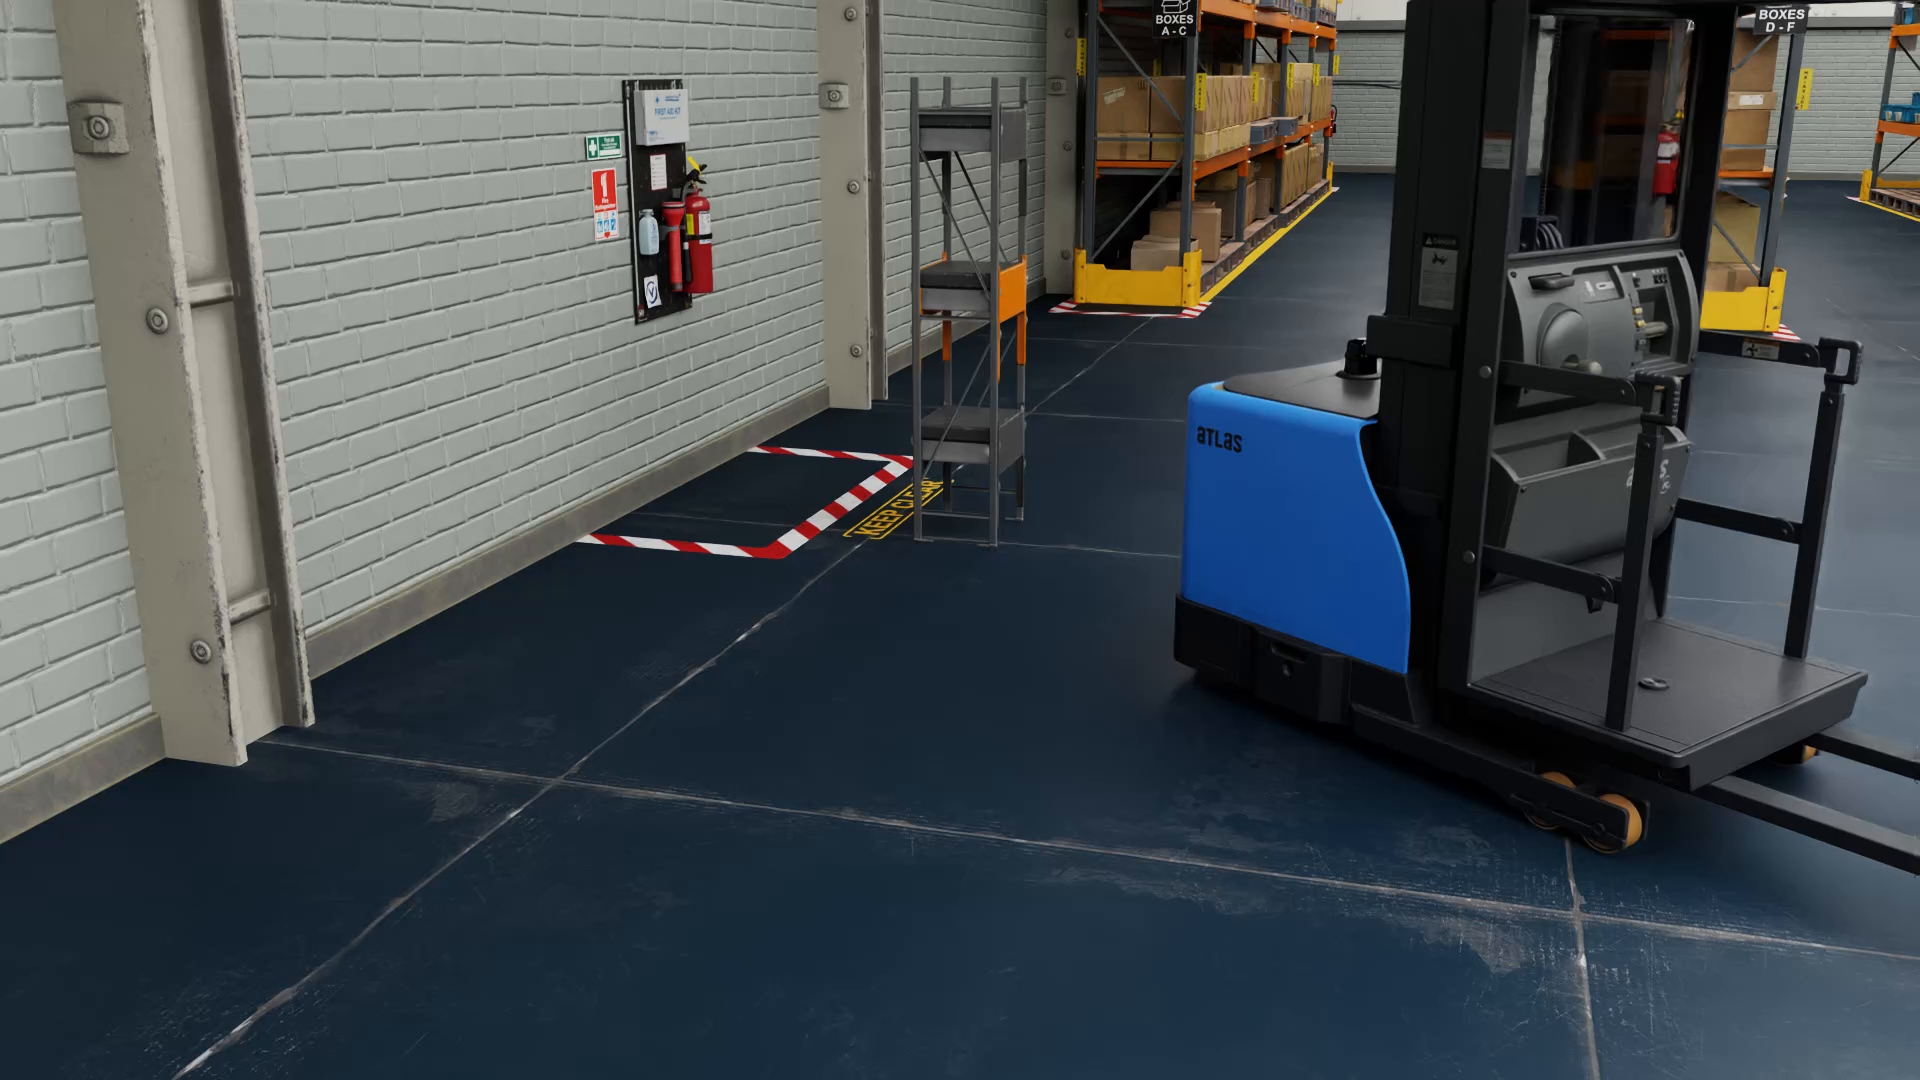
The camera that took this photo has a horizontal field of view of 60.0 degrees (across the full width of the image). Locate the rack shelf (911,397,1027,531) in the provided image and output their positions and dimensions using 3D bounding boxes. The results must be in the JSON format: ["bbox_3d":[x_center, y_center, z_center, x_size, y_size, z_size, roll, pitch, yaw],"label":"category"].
[{"bbox_3d":[0.047,-0.367,7.890,0.431,0.518,0.480,5,16,16],"label":"rack shelf"}]

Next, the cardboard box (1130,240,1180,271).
[{"bbox_3d":[1.933,-2.767,16.210,0.500,0.311,0.500,3,16,10],"label":"cardboard box"}]

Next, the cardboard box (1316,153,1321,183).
[{"bbox_3d":[5.951,-6.539,29.197,0.700,0.500,0.500,5,16,16],"label":"cardboard box"}]

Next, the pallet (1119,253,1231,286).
[{"bbox_3d":[2.285,-2.881,17.601,1.003,0.211,1.213,5,16,16],"label":"pallet"}]

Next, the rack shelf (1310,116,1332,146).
[{"bbox_3d":[5.628,-6.992,28.301,1.077,0.370,4.000,5,16,16],"label":"rack shelf"}]

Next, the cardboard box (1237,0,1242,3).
[{"bbox_3d":[2.724,-5.940,17.557,0.500,0.500,0.500,3,16,11],"label":"cardboard box"}]

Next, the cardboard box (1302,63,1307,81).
[{"bbox_3d":[4.873,-6.968,24.758,0.500,0.250,0.500,5,17,17],"label":"cardboard box"}]

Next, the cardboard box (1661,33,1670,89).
[{"bbox_3d":[6.989,-4.500,15.637,0.700,0.500,0.500,5,16,16],"label":"cardboard box"}]

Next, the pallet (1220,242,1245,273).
[{"bbox_3d":[2.629,-3.202,18.730,1.003,0.211,1.213,5,16,16],"label":"pallet"}]

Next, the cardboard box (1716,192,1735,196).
[{"bbox_3d":[7.323,-3.179,16.436,0.500,0.500,0.500,5,16,16],"label":"cardboard box"}]

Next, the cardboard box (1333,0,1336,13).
[{"bbox_3d":[6.243,-9.270,28.840,0.500,0.250,0.500,5,17,18],"label":"cardboard box"}]

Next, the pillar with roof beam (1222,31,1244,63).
[{"bbox_3d":[8.557,-9.617,25.244,9.100,9.000,0.400,5,16,16],"label":"pillar with roof beam"}]

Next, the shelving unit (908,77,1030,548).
[{"bbox_3d":[0.047,-1.053,7.696,0.431,2.100,0.503,5,16,16],"label":"shelving unit"}]

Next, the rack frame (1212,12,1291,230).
[{"bbox_3d":[3.923,-5.768,22.668,1.000,3.000,0.127,5,16,16],"label":"rack frame"}]

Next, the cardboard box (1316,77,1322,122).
[{"bbox_3d":[5.442,-7.290,27.485,0.980,0.700,0.700,4,16,14],"label":"cardboard box"}]

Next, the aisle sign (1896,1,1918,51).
[{"bbox_3d":[15.431,-8.385,27.132,0.394,0.787,0.004,5,16,16],"label":"aisle sign"}]

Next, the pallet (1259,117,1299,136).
[{"bbox_3d":[3.823,-5.481,22.008,1.213,0.211,1.003,5,16,16],"label":"pallet"}]

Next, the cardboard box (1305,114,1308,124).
[{"bbox_3d":[5.186,-6.525,25.761,0.380,0.149,0.250,5,17,17],"label":"cardboard box"}]

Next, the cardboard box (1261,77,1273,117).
[{"bbox_3d":[3.799,-5.904,22.158,0.700,0.500,0.500,3,16,9],"label":"cardboard box"}]

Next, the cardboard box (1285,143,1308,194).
[{"bbox_3d":[5.000,-5.802,25.959,0.750,0.750,0.750,5,17,17],"label":"cardboard box"}]

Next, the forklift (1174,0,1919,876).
[{"bbox_3d":[2.069,-0.675,4.838,1.130,2.935,3.031,-12,20,-36],"label":"forklift"}]

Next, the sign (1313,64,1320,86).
[{"bbox_3d":[5.583,-7.294,26.071,0.100,0.325,0.005,5,16,16],"label":"sign"}]

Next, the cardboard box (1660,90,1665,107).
[{"bbox_3d":[6.619,-4.037,15.192,0.380,0.149,0.250,5,17,18],"label":"cardboard box"}]

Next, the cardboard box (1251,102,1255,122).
[{"bbox_3d":[3.129,-5.257,19.879,0.700,0.500,0.500,6,17,22],"label":"cardboard box"}]

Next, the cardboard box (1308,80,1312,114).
[{"bbox_3d":[5.170,-6.875,25.806,0.500,0.500,0.500,4,16,15],"label":"cardboard box"}]

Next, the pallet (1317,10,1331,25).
[{"bbox_3d":[5.651,-8.746,27.834,1.003,0.211,1.213,5,16,16],"label":"pallet"}]

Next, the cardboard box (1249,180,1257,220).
[{"bbox_3d":[3.511,-4.459,21.828,0.700,0.500,0.500,5,16,16],"label":"cardboard box"}]

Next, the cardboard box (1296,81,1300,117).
[{"bbox_3d":[4.606,-6.342,23.927,0.500,0.500,0.500,5,16,16],"label":"cardboard box"}]

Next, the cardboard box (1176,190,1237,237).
[{"bbox_3d":[2.980,-3.925,19.943,0.700,0.500,0.500,5,17,18],"label":"cardboard box"}]

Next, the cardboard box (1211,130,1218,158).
[{"bbox_3d":[2.227,-3.853,16.153,0.500,0.250,0.500,4,16,14],"label":"cardboard box"}]

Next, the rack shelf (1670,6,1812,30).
[{"bbox_3d":[6.969,-4.912,15.472,1.077,0.370,4.000,5,16,16],"label":"rack shelf"}]

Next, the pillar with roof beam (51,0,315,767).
[{"bbox_3d":[1.737,-3.338,3.107,9.100,9.000,0.400,5,16,16],"label":"pillar with roof beam"}]

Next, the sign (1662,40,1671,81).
[{"bbox_3d":[5.884,-4.009,13.909,0.100,0.325,0.005,5,16,16],"label":"sign"}]

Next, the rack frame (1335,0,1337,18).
[{"bbox_3d":[6.197,-10.747,29.229,1.000,3.000,0.127,5,16,16],"label":"rack frame"}]

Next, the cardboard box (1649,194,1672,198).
[{"bbox_3d":[6.681,-3.089,16.117,0.500,0.500,0.500,5,16,16],"label":"cardboard box"}]

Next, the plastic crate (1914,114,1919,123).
[{"bbox_3d":[14.765,-6.427,25.365,0.293,0.136,0.466,5,16,16],"label":"plastic crate"}]

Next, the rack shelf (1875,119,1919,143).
[{"bbox_3d":[15.127,-6.223,25.592,1.077,0.370,4.000,5,16,16],"label":"rack shelf"}]

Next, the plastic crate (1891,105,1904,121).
[{"bbox_3d":[15.122,-6.830,26.609,0.416,0.233,0.300,5,16,16],"label":"plastic crate"}]

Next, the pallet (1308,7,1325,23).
[{"bbox_3d":[5.302,-8.428,26.712,1.003,0.211,1.213,5,16,16],"label":"pallet"}]

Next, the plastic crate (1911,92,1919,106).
[{"bbox_3d":[15.779,-7.037,26.966,0.616,0.435,0.499,5,16,16],"label":"plastic crate"}]

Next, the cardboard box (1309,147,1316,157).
[{"bbox_3d":[5.791,-6.526,27.962,0.380,0.149,0.250,4,16,14],"label":"cardboard box"}]

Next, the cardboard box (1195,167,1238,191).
[{"bbox_3d":[3.101,-4.401,20.248,0.500,0.250,0.500,4,16,15],"label":"cardboard box"}]

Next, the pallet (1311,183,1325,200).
[{"bbox_3d":[5.696,-5.986,28.547,1.003,0.211,1.213,5,16,16],"label":"pallet"}]

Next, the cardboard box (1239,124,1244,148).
[{"bbox_3d":[2.793,-4.382,18.019,0.500,0.250,0.500,5,17,16],"label":"cardboard box"}]

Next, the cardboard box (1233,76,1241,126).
[{"bbox_3d":[2.659,-4.610,17.450,0.500,0.500,0.500,4,16,14],"label":"cardboard box"}]

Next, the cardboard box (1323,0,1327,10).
[{"bbox_3d":[5.667,-8.728,26.929,0.500,0.250,0.500,4,16,15],"label":"cardboard box"}]

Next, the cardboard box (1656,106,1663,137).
[{"bbox_3d":[6.982,-3.866,15.781,0.700,0.500,0.500,5,17,18],"label":"cardboard box"}]

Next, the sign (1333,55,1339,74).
[{"bbox_3d":[6.713,-8.486,29.696,0.100,0.325,0.005,5,16,16],"label":"sign"}]

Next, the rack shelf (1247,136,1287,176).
[{"bbox_3d":[3.355,-4.899,20.922,1.077,0.370,4.000,5,16,16],"label":"rack shelf"}]

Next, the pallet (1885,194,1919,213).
[{"bbox_3d":[15.075,-5.220,25.848,1.003,0.211,1.213,5,16,16],"label":"pallet"}]

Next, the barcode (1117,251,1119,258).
[{"bbox_3d":[1.554,-2.807,16.335,0.001,0.075,0.075,5,16,16],"label":"barcode"}]

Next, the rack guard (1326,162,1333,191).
[{"bbox_3d":[6.203,-6.665,30.411,1.175,0.500,0.348,5,16,16],"label":"rack guard"}]

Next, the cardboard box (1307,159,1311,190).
[{"bbox_3d":[5.371,-6.002,27.303,0.700,0.500,0.500,5,17,17],"label":"cardboard box"}]

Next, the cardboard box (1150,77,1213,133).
[{"bbox_3d":[2.073,-4.075,15.563,0.500,0.500,0.500,5,16,16],"label":"cardboard box"}]
